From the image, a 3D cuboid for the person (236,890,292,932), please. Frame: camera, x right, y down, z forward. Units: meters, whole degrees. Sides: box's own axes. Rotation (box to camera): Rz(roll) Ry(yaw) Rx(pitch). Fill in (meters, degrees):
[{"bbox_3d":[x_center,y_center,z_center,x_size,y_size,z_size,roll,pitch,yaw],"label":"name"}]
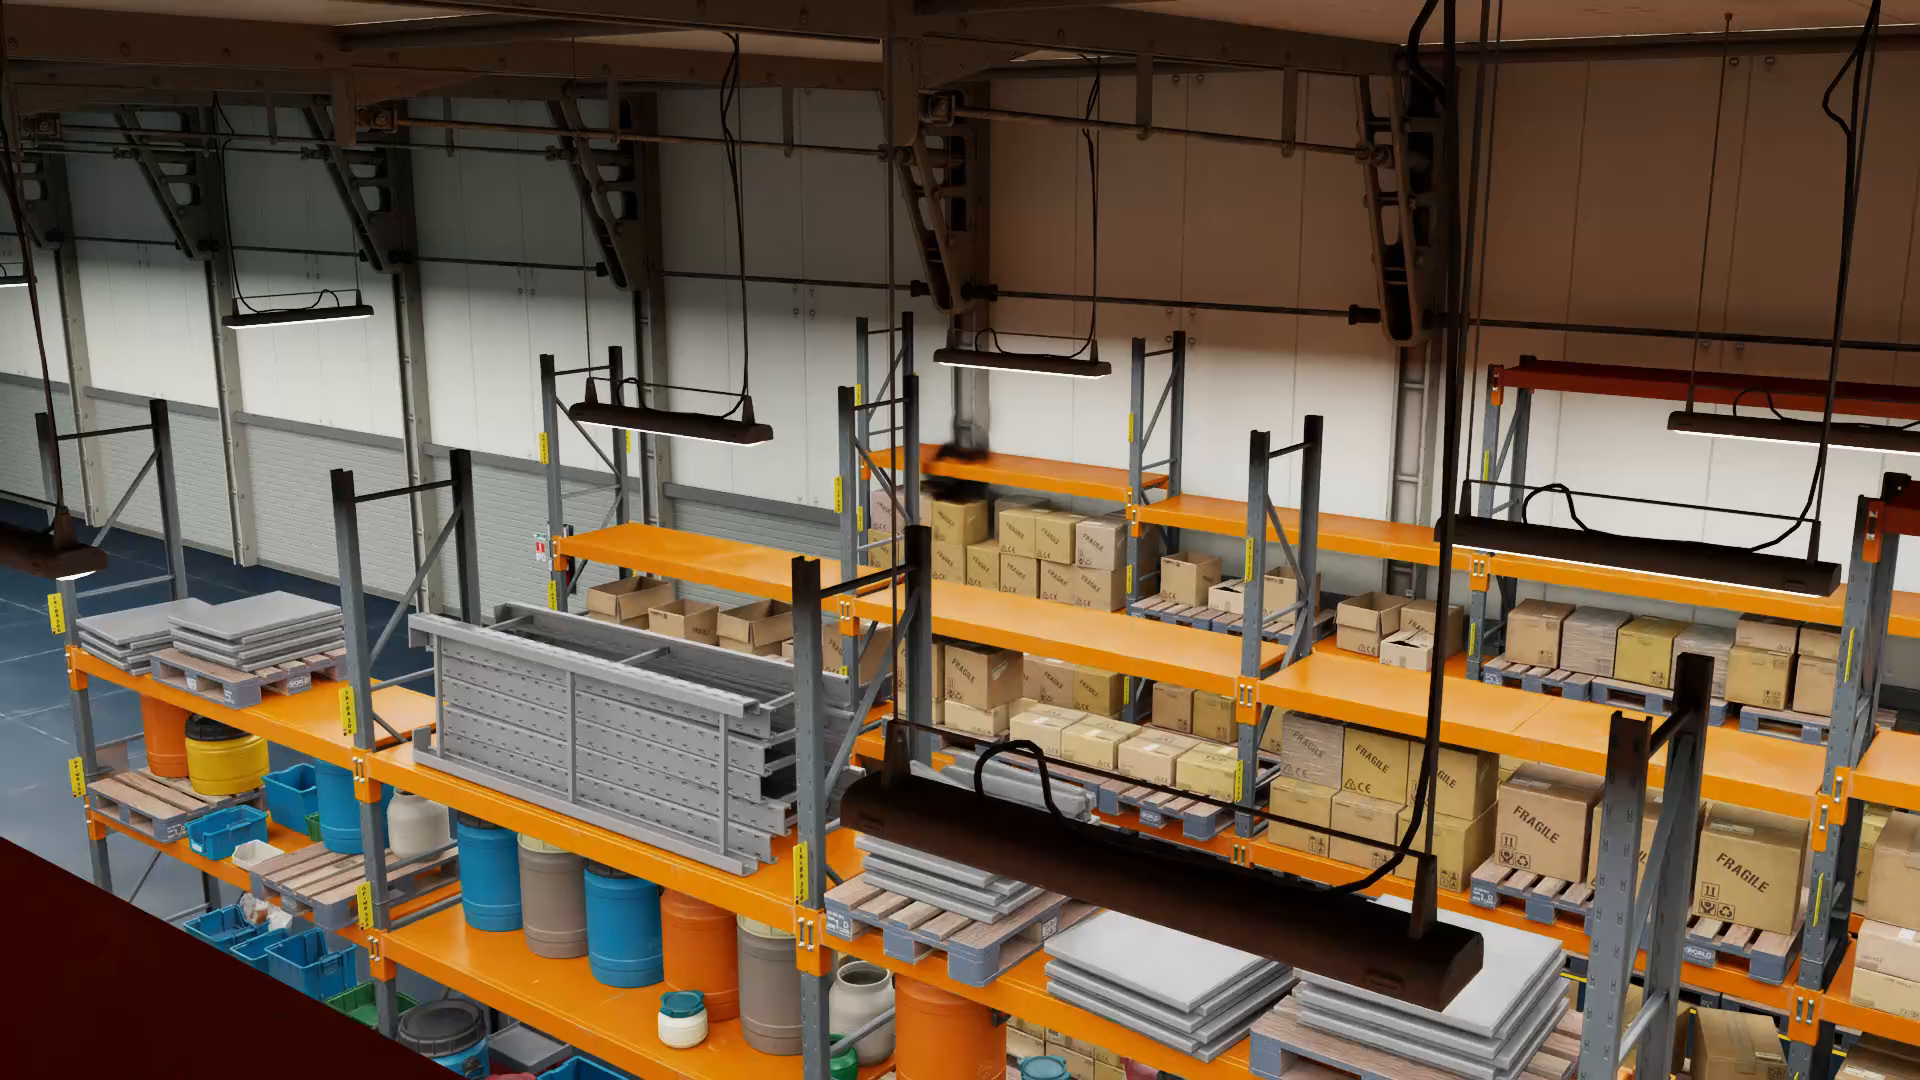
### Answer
[{"bbox_3d":[-6.590,3.683,15.824,0.817,1.619,0.671,2,13,7],"label":"person"}]
